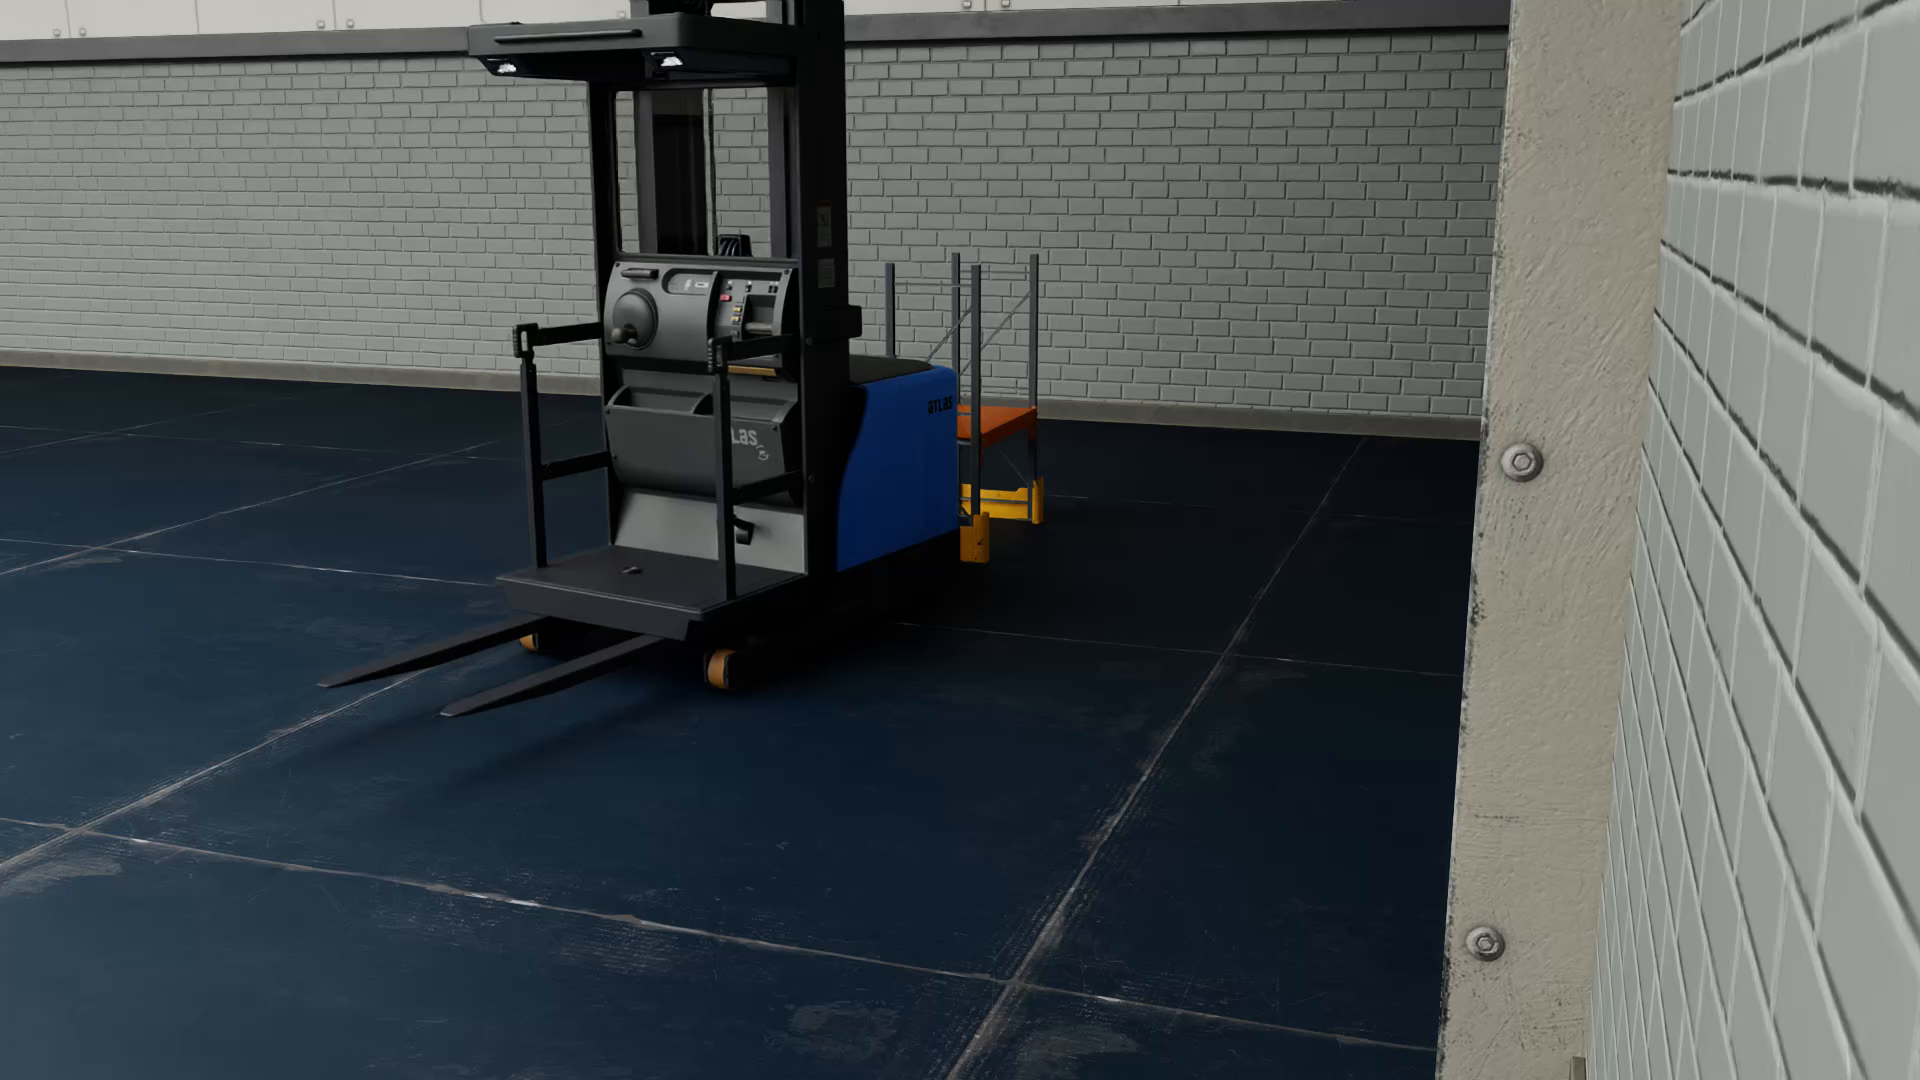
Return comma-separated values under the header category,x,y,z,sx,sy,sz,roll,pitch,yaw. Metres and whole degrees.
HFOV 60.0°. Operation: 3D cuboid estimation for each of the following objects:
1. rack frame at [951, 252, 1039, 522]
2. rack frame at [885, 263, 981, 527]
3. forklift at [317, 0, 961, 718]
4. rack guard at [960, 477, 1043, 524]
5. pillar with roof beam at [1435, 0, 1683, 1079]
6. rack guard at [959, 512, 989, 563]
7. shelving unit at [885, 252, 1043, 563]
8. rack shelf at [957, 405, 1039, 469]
category,x,y,z,sx,sy,sz,roll,pitch,yaw
rack frame,0.192,-0.856,9.374,0.500,1.500,0.032,4,14,18
rack frame,-0.137,-0.642,8.436,0.500,1.500,0.032,4,14,18
forklift,-1.182,-0.961,6.615,1.130,2.935,3.031,8,15,30
rack guard,0.186,-0.243,9.495,0.587,0.250,0.087,4,14,18
pillar with roof beam,-2.825,-3.506,4.132,9.100,9.000,0.400,4,14,18
rack guard,-0.136,-0.033,8.576,0.587,0.250,0.087,4,14,18
shelving unit,0.025,-0.747,8.896,0.587,1.500,1.083,4,14,18
rack shelf,0.028,-0.574,8.945,0.538,0.185,1.000,4,14,18
